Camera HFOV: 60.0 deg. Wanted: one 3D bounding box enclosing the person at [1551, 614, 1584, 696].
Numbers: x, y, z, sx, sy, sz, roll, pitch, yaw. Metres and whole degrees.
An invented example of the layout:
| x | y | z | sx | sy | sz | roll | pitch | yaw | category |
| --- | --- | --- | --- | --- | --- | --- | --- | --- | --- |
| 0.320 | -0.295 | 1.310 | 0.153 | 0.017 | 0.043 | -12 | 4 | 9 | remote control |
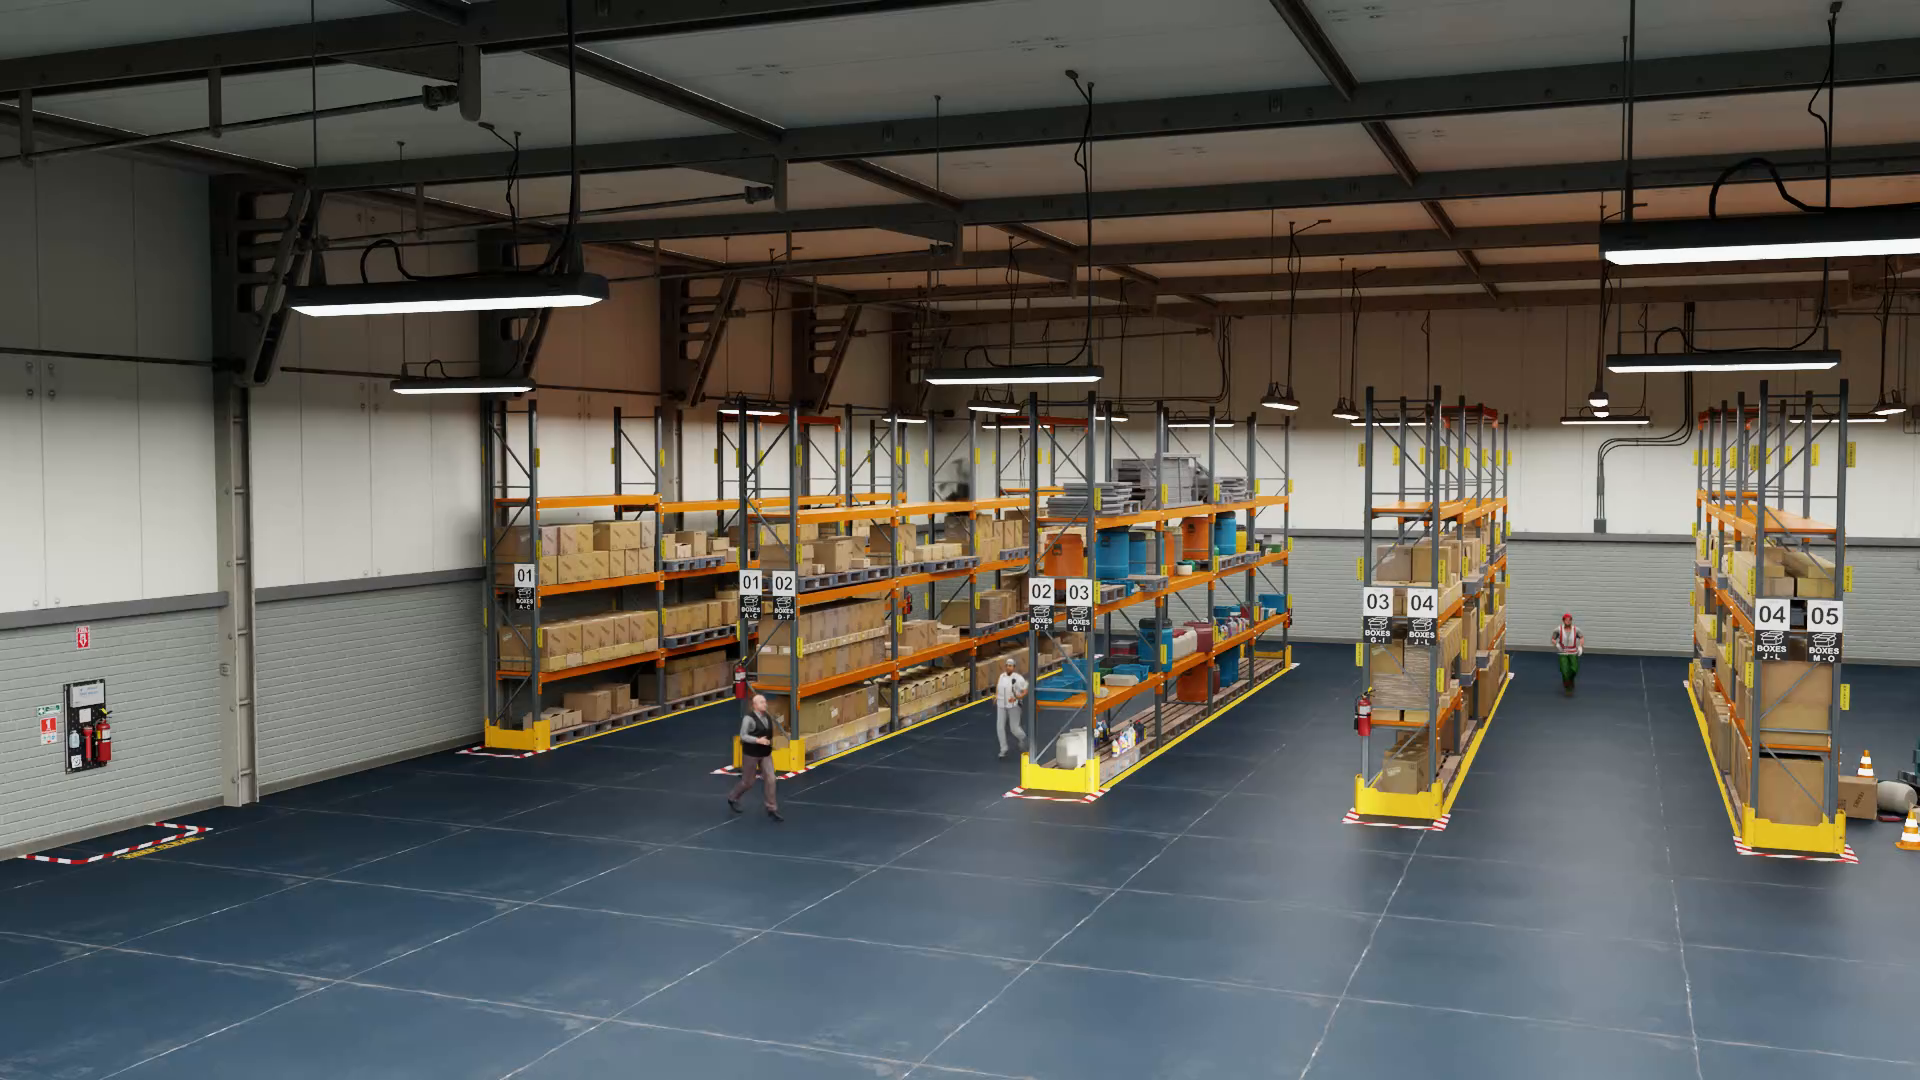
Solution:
| x | y | z | sx | sy | sz | roll | pitch | yaw | category |
| --- | --- | --- | --- | --- | --- | --- | --- | --- | --- |
| 12.763 | 2.410 | 34.934 | 0.665 | 1.736 | 0.570 | 1 | 3 | 15 | person |

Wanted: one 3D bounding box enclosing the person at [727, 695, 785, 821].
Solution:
| x | y | z | sx | sy | sz | roll | pitch | yaw | category |
| --- | --- | --- | --- | --- | --- | --- | --- | --- | --- |
| -2.837 | 2.991 | 23.023 | 0.966 | 1.722 | 0.632 | 3 | 4 | 42 | person |

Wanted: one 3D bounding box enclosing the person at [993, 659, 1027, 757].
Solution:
| x | y | z | sx | sy | sz | roll | pitch | yaw | category |
| --- | --- | --- | --- | --- | --- | --- | --- | --- | --- |
| 0.839 | 2.808 | 27.998 | 0.615 | 1.623 | 0.727 | 1 | 3 | 26 | person |
